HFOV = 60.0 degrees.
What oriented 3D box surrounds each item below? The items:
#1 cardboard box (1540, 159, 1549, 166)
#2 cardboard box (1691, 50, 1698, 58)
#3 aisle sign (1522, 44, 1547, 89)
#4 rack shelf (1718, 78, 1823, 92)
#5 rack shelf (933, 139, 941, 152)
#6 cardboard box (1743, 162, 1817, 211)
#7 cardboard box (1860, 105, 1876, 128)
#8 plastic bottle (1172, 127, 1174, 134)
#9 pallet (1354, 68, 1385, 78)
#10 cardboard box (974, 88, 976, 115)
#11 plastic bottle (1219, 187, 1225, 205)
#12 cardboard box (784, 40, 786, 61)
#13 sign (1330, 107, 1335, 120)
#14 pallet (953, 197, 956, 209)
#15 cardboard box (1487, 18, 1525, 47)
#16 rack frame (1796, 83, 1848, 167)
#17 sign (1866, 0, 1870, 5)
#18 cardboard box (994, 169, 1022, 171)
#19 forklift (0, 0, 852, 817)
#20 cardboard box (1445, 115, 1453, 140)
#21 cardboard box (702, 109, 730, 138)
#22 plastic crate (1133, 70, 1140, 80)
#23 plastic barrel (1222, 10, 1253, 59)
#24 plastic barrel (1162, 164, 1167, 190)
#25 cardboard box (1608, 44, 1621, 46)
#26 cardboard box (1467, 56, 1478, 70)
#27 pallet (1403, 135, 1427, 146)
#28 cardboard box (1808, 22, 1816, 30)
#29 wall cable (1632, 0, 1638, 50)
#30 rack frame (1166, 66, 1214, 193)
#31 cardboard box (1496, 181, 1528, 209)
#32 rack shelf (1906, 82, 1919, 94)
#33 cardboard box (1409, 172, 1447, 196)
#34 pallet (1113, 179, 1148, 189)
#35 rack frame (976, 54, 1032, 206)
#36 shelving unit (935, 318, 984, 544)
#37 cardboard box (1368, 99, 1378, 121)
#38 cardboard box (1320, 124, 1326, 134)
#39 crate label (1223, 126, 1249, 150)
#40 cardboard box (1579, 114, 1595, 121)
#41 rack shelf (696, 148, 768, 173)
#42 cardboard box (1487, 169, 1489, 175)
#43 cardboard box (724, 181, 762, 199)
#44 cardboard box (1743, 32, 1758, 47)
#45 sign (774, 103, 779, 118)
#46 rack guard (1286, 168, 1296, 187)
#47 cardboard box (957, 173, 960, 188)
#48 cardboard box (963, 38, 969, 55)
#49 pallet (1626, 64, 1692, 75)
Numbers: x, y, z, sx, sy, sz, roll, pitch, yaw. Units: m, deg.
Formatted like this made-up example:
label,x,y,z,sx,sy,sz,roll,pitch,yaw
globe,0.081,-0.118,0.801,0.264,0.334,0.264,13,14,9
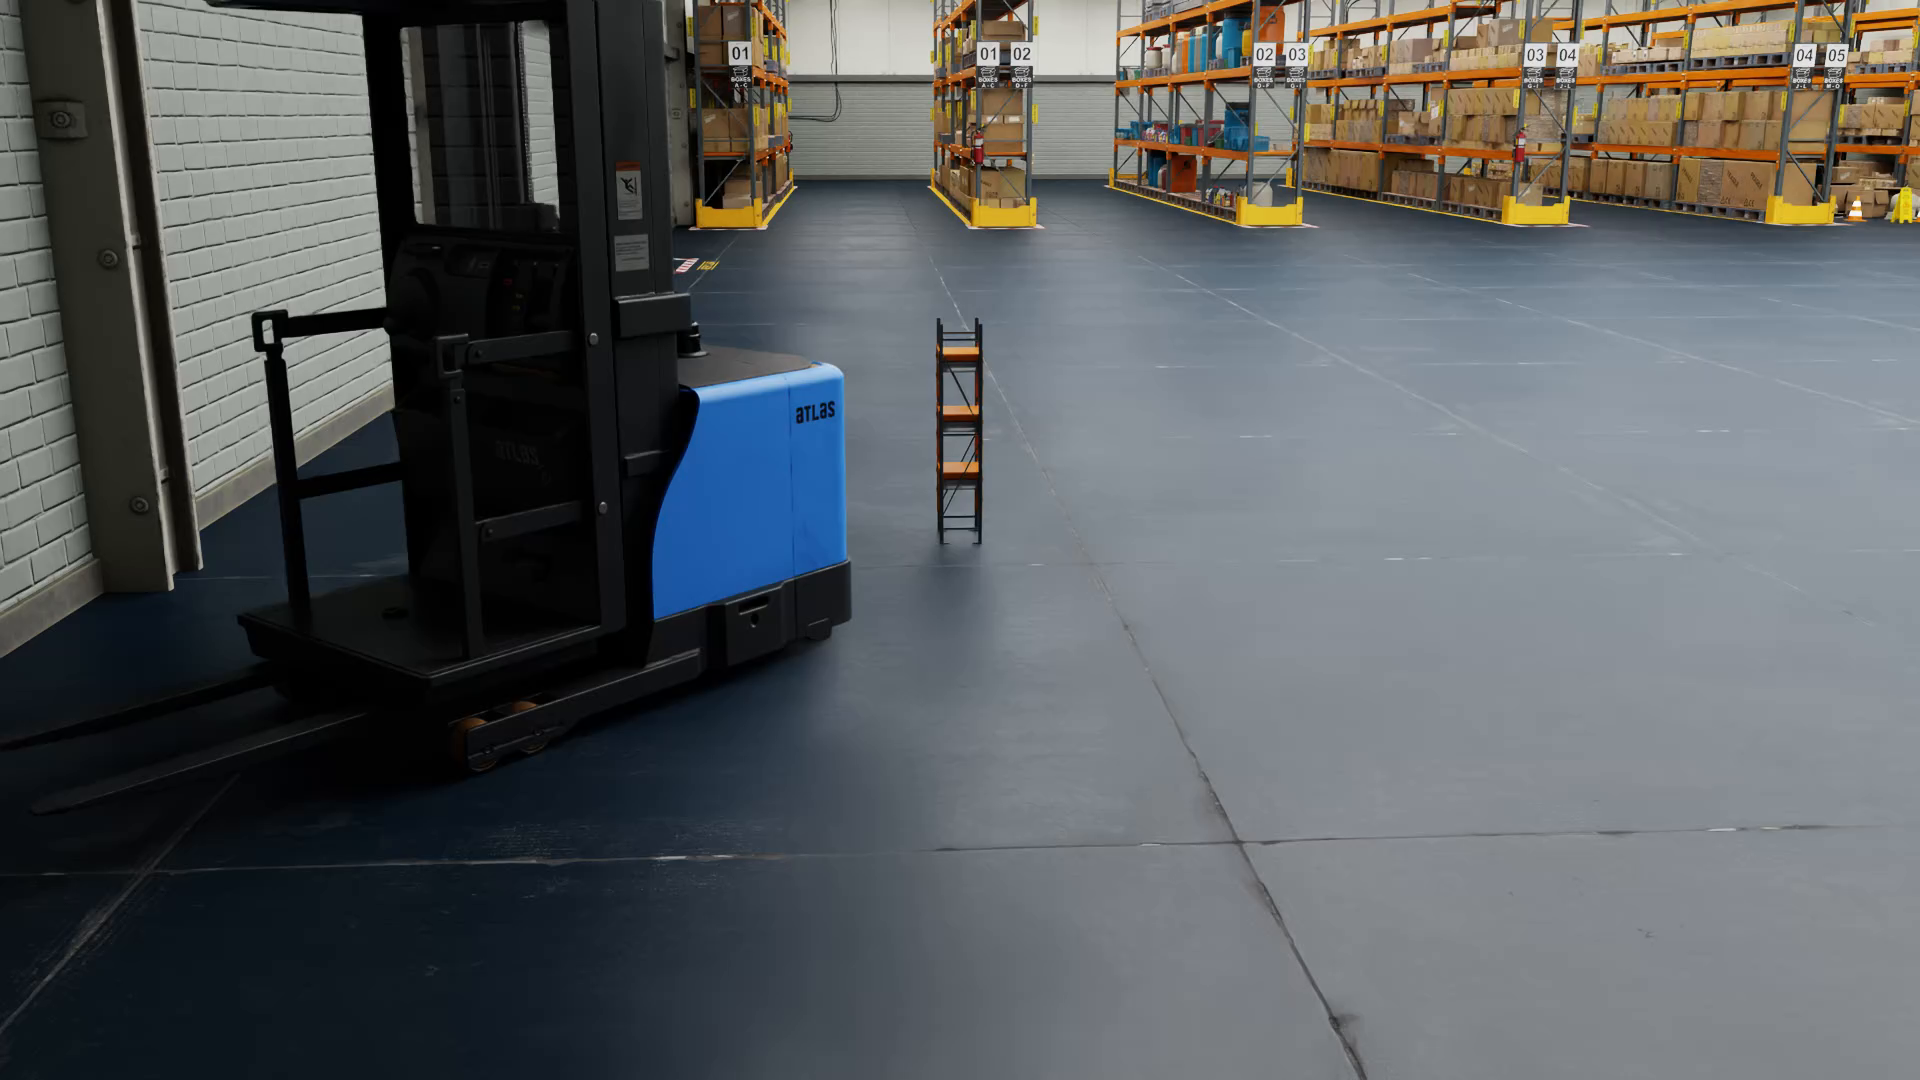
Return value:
label,x,y,z,sx,sy,sz,roll,pitch,yaw
cardboard box,14.706,-9.388,41.164,0.500,0.250,0.500,0,14,-2
cardboard box,15.067,-9.850,33.731,0.380,0.149,0.250,-1,14,-4
aisle sign,10.380,-8.556,30.042,0.394,0.787,0.004,-1,14,-3
rack shelf,19.947,-11.061,40.420,1.077,0.370,4.000,-1,14,-3
rack shelf,-0.080,-10.298,43.475,1.077,0.370,4.000,-1,14,-3
cardboard box,15.524,-6.710,31.508,0.875,0.875,0.875,-1,14,-3
cardboard box,20.003,-9.223,36.214,0.500,0.500,0.500,0,14,-2
plastic bottle,5.239,-9.929,40.696,0.144,0.351,0.185,-1,14,-3
pallet,10.015,-11.105,39.526,1.003,0.211,1.213,0,14,-1
cardboard box,0.637,-8.476,32.144,0.700,0.500,0.500,-1,14,-3
plastic bottle,5.169,-6.759,32.710,0.144,0.351,0.185,0,14,-1
cardboard box,-4.810,-12.759,43.329,0.500,0.500,0.500,0,14,-2
sign,9.378,-10.750,41.890,0.100,0.325,0.005,-1,14,-3
pallet,0.377,-7.296,35.959,1.003,0.211,1.213,-1,14,-3
cardboard box,10.327,-9.586,31.441,0.500,0.500,0.500,-1,14,-3
rack frame,20.071,-9.459,38.771,1.000,3.000,0.127,-1,14,-3
sign,25.084,-14.964,45.935,0.100,0.325,0.005,-1,14,-3
cardboard box,0.900,-6.785,31.547,0.500,0.500,0.500,-1,14,-3
forklift,-1.733,-0.833,5.383,1.130,2.935,3.031,11,18,37
cardboard box,10.394,-8.391,33.822,0.875,0.500,0.500,-1,14,-3
cardboard box,-4.398,-7.501,29.918,0.500,0.500,0.500,-1,14,-4
plastic crate,4.613,-11.818,42.254,0.416,0.233,0.300,-1,14,-3
plastic barrel,5.439,-9.885,32.556,0.600,0.901,0.708,-1,14,-3
plastic barrel,5.119,-8.668,39.691,0.600,0.588,0.708,-1,14,-3
cardboard box,15.299,-11.525,39.045,0.396,0.266,0.258,-1,14,-3
cardboard box,10.258,-9.320,32.513,0.500,0.250,0.500,-1,15,-6
pallet,10.343,-8.722,36.289,1.003,0.211,1.213,-1,14,-3
cardboard box,15.914,-9.487,30.721,0.380,0.149,0.250,-1,14,-3
wall cable,19.692,-15.776,51.280,2.355,3.000,0.029,-1,14,-3
rack frame,5.236,-9.230,37.879,1.000,3.000,0.127,-1,14,-3
cardboard box,10.582,-6.613,31.883,0.500,0.500,0.500,3,15,11
rack shelf,24.901,-11.139,40.722,1.077,0.370,4.000,-1,14,-3
cardboard box,10.330,-7.864,36.704,0.700,0.500,0.500,0,14,1
pallet,4.753,-9.663,45.160,1.003,0.211,1.213,-1,14,-3
rack frame,0.788,-7.165,29.853,1.000,3.000,0.127,-1,14,-3
shelving unit,-0.003,-0.522,7.947,0.215,1.050,0.252,-1,14,-3
cardboard box,10.113,-10.185,39.377,0.797,0.503,0.637,-1,14,-2
cardboard box,9.608,-10.607,42.936,0.500,0.250,0.500,0,14,-2
crate label,5.348,-7.711,31.905,0.502,0.435,0.616,-1,14,-3
cardboard box,14.648,-9.842,38.728,0.380,0.149,0.250,-1,15,-6
rack shelf,-4.280,-7.236,31.575,1.077,0.370,4.000,-1,14,-3
cardboard box,14.389,-9.986,45.099,0.380,0.149,0.250,0,14,-2
cardboard box,-4.140,-6.588,31.746,0.700,0.500,0.500,-2,15,-7
cardboard box,15.262,-9.511,31.612,0.500,0.250,0.500,-1,14,-4
sign,-4.111,-9.610,37.192,0.100,0.325,0.005,-1,14,-3
rack guard,9.683,-10.091,46.244,1.175,0.500,0.348,-1,14,-3
cardboard box,0.190,-7.528,34.816,0.500,0.311,0.500,0,14,-2
cardboard box,0.341,-9.577,32.262,0.500,0.311,0.500,-2,15,-7
pallet,15.301,-10.282,36.326,1.003,0.211,1.213,0,14,-1
